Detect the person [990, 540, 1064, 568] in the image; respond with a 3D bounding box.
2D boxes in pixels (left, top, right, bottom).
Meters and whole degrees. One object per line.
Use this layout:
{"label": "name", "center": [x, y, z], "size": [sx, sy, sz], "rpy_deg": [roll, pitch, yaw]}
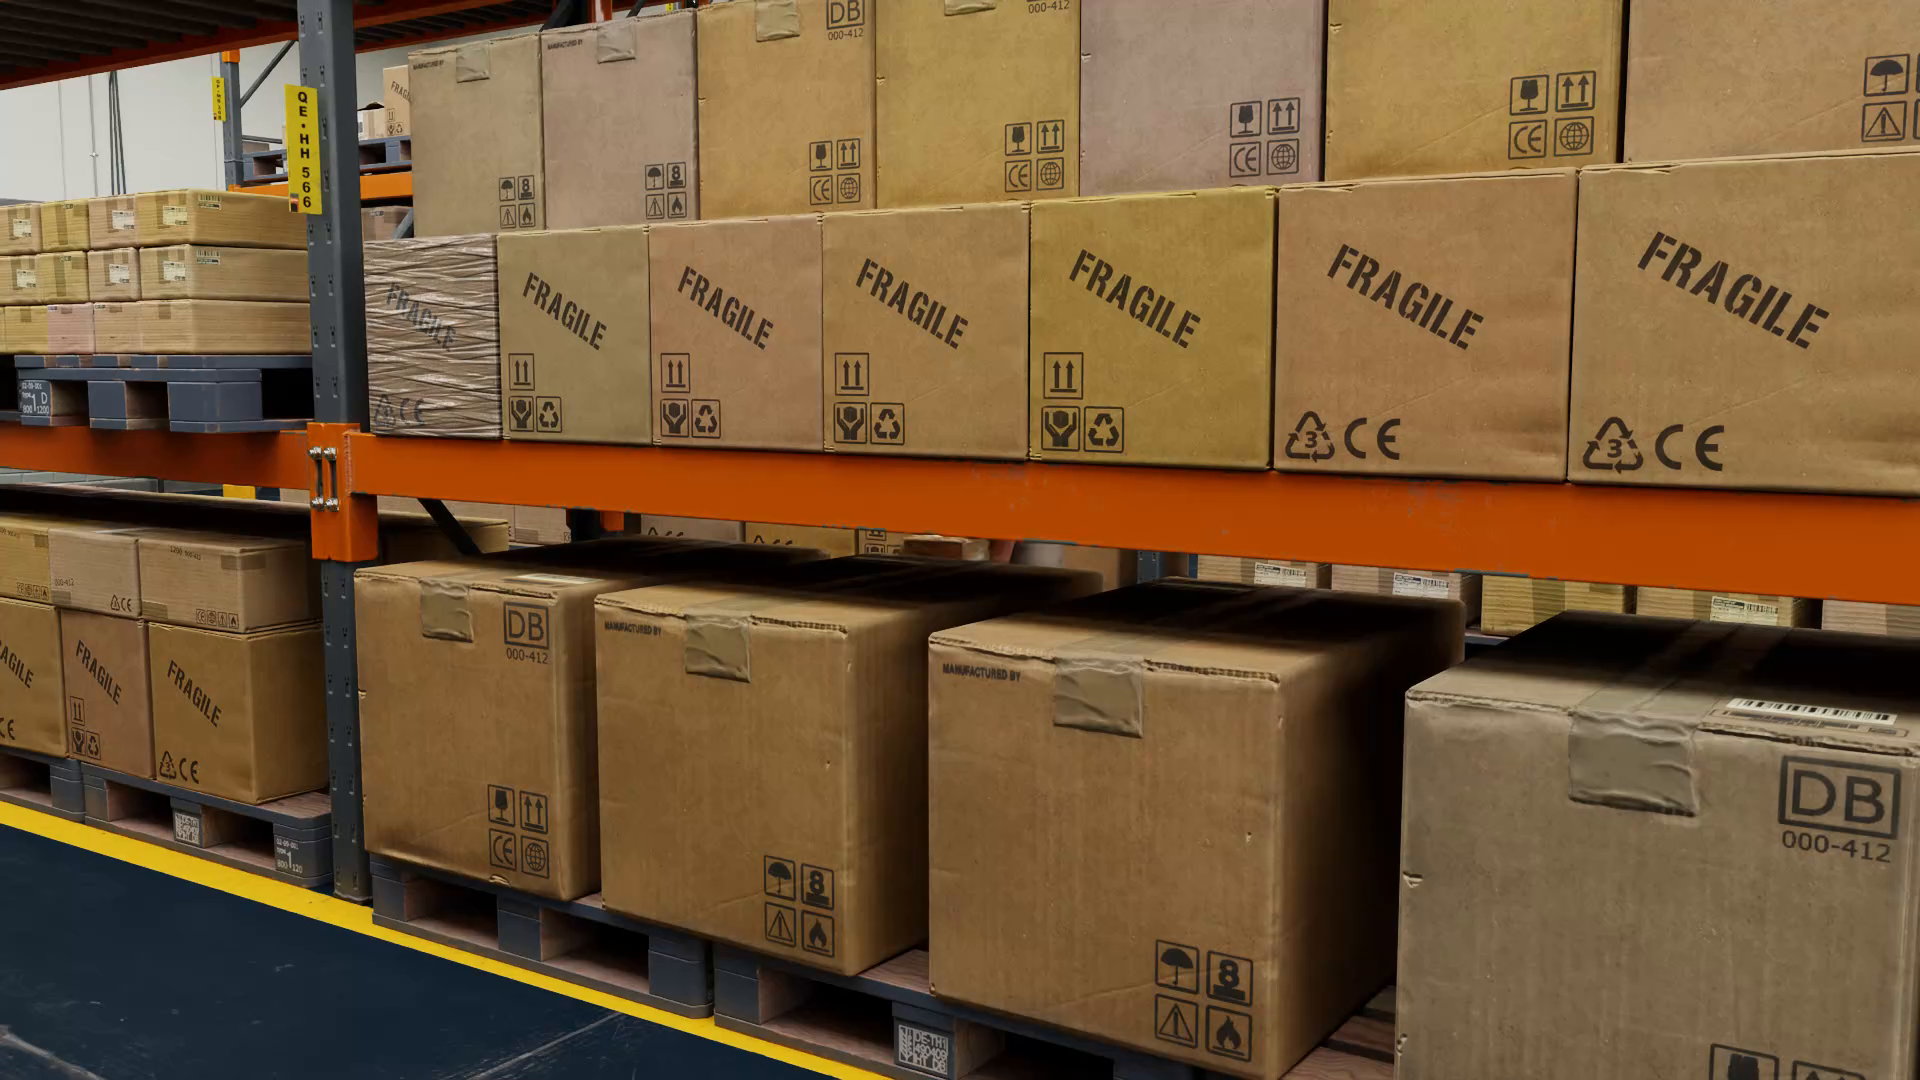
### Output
{"label": "person", "center": [0.094, 0.069, 6.090], "size": [0.485, 1.548, 0.733], "rpy_deg": [4, 7, 32]}
